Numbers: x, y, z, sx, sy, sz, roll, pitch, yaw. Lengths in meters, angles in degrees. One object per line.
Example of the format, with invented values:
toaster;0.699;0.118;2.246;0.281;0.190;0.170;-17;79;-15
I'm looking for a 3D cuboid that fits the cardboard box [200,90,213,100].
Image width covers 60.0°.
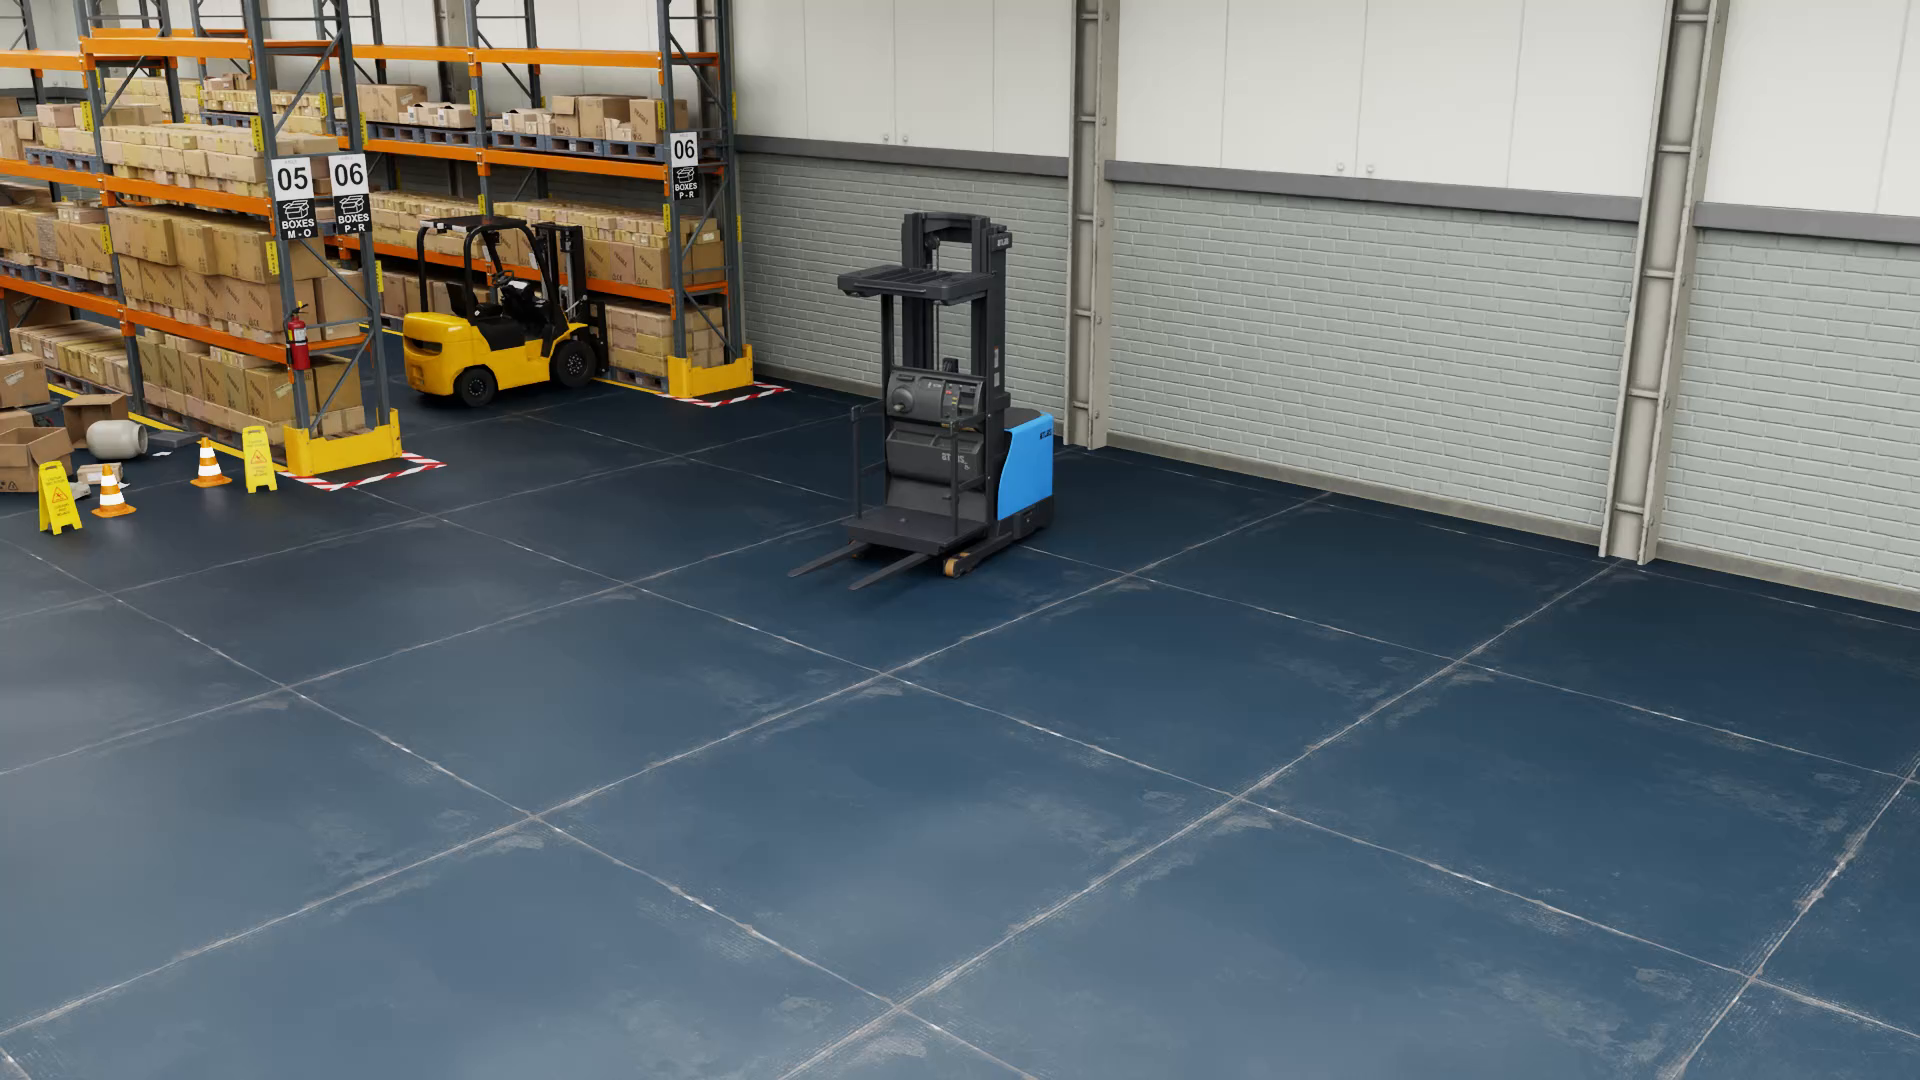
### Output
cardboard box;-12.215;-7.301;27.263;0.250;0.149;0.380;16;24;41

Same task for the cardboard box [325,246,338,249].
cardboard box;-10.515;-4.762;27.523;0.250;0.149;0.380;14;22;37

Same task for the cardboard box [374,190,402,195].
cardboard box;-8.778;-5.295;25.599;0.250;0.149;0.380;16;24;41

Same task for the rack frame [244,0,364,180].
rack frame;-6.464;-5.087;16.264;0.127;3.000;1.000;15;23;39

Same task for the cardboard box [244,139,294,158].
cardboard box;-6.913;-3.919;16.639;0.250;0.149;0.380;15;23;40

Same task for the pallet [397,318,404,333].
pallet;-7.658;-3.209;24.875;1.213;0.211;1.003;15;23;39

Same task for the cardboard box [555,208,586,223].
cardboard box;-5.106;-4.281;21.913;0.250;0.149;0.380;15;23;39

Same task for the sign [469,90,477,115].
sign;-6.517;-5.856;22.270;0.005;0.325;0.100;15;23;39

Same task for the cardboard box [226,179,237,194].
cardboard box;-7.301;-3.649;17.108;0.250;0.149;0.380;16;24;41

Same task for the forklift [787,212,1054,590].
forklift;-0.330;-1.235;14.158;1.130;2.935;3.031;11;20;30

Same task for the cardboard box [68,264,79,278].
cardboard box;-10.619;-3.303;20.281;0.250;0.149;0.380;15;23;40

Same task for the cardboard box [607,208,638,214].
cardboard box;-4.420;-4.283;21.918;0.250;0.149;0.380;15;23;40

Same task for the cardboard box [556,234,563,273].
cardboard box;-5.225;-3.852;22.124;0.500;0.500;0.500;15;23;39

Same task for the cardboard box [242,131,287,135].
cardboard box;-7.468;-4.312;17.880;0.250;0.149;0.380;16;24;41

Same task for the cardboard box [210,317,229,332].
cardboard box;-7.889;-2.375;18.053;0.250;0.149;0.380;15;23;39

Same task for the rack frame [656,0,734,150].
rack frame;-3.172;-6.211;19.805;0.127;3.000;1.000;15;23;39

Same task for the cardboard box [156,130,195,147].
cardboard box;-8.427;-4.334;17.949;0.250;0.149;0.380;15;23;38

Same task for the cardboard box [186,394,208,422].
cardboard box;-8.389;-1.530;18.825;0.500;0.250;0.500;15;23;39

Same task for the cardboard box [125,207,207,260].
cardboard box;-8.903;-3.452;18.719;0.500;0.500;0.700;15;23;40

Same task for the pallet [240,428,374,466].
pallet;-7.105;-1.085;18.180;1.213;0.211;1.003;15;23;39

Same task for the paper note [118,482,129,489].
paper note;-8.493;-0.552;16.800;0.142;0.019;0.148;7;19;21

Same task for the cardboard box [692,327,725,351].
cardboard box;-3.386;-2.620;21.435;0.500;0.250;0.500;16;23;40

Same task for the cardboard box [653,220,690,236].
cardboard box;-3.580;-3.874;20.630;0.250;0.149;0.380;15;23;39

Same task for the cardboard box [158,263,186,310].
cardboard box;-8.554;-2.869;18.537;0.500;0.500;0.500;15;23;39

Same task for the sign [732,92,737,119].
sign;-2.799;-5.360;20.506;0.005;0.325;0.100;15;23;39

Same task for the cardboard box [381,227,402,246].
cardboard box;-8.223;-4.538;24.699;0.500;0.250;0.500;14;22;38

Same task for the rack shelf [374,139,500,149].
rack shelf;-7.660;-5.736;24.134;3.809;0.124;0.919;15;23;39

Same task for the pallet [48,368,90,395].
pallet;-10.956;-2.102;21.387;1.213;0.211;1.003;15;23;39

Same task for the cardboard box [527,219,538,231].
cardboard box;-5.557;-4.224;22.224;0.250;0.149;0.380;16;23;40

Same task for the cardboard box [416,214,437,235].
cardboard box;-7.469;-4.567;23.966;0.500;0.250;0.500;16;23;40

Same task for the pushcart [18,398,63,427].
pushcart;-10.932;-1.255;18.442;0.936;0.377;1.648;7;19;21

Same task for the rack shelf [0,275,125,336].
rack shelf;-10.952;-3.089;21.076;4.000;0.370;1.077;15;23;39

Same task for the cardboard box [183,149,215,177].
cardboard box;-7.792;-3.974;17.471;0.500;0.250;0.500;16;24;41

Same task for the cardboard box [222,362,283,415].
cardboard box;-7.629;-1.680;18.059;0.500;0.500;0.500;16;24;41

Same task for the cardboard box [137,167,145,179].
cardboard box;-8.968;-4.132;18.631;0.250;0.149;0.380;15;23;39

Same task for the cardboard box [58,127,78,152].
cardboard box;-10.364;-4.776;19.797;0.500;0.250;0.500;15;23;40

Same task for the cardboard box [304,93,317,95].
cardboard box;-10.235;-7.025;26.426;0.250;0.149;0.380;15;23;39

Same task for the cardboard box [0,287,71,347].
cardboard box;-12.909;-3.179;22.987;0.875;0.875;0.875;15;23;39

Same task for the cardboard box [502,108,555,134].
cardboard box;-5.704;-5.567;22.024;0.500;0.311;0.500;16;23;40

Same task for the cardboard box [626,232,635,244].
cardboard box;-3.982;-3.825;20.967;0.250;0.149;0.380;16;23;40

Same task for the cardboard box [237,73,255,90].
cardboard box;-11.653;-7.566;27.414;0.258;0.266;0.396;15;23;39

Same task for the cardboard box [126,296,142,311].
cardboard box;-9.433;-2.775;19.312;0.250;0.149;0.380;15;23;39

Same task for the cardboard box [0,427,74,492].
cardboard box;-9.458;-0.817;16.855;0.637;0.503;0.797;0;18;2

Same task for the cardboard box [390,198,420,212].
cardboard box;-8.141;-4.927;24.440;0.250;0.149;0.380;16;23;40

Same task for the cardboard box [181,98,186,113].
cardboard box;-13.070;-7.403;28.276;0.500;0.250;0.500;14;22;37

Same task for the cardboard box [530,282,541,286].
cardboard box;-5.668;-3.465;23.271;0.500;0.250;0.500;16;23;40

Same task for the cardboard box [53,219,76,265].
cardboard box;-10.708;-3.665;20.351;0.500;0.500;0.500;16;24;41

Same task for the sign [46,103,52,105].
sign;-12.086;-5.632;22.086;0.005;0.325;0.100;15;23;39

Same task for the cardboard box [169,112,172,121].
cardboard box;-13.350;-7.292;28.587;0.250;0.149;0.380;16;24;41

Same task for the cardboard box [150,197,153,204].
cardboard box;-14.284;-6.114;29.832;0.250;0.149;0.380;15;23;40

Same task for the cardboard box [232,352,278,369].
cardboard box;-7.556;-1.944;17.818;0.250;0.149;0.380;16;24;41

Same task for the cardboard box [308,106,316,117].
cardboard box;-9.762;-6.579;25.513;0.250;0.149;0.380;14;23;38

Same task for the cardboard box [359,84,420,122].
cardboard box;-8.332;-6.403;24.346;0.500;0.500;0.700;14;23;38

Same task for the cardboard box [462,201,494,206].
cardboard box;-7.011;-4.849;24.193;0.250;0.149;0.380;15;23;39

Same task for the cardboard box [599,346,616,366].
cardboard box;-4.467;-2.468;21.781;0.500;0.250;0.500;15;23;40

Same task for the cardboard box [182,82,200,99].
cardboard box;-12.685;-7.546;27.900;0.500;0.250;0.500;15;23;39
